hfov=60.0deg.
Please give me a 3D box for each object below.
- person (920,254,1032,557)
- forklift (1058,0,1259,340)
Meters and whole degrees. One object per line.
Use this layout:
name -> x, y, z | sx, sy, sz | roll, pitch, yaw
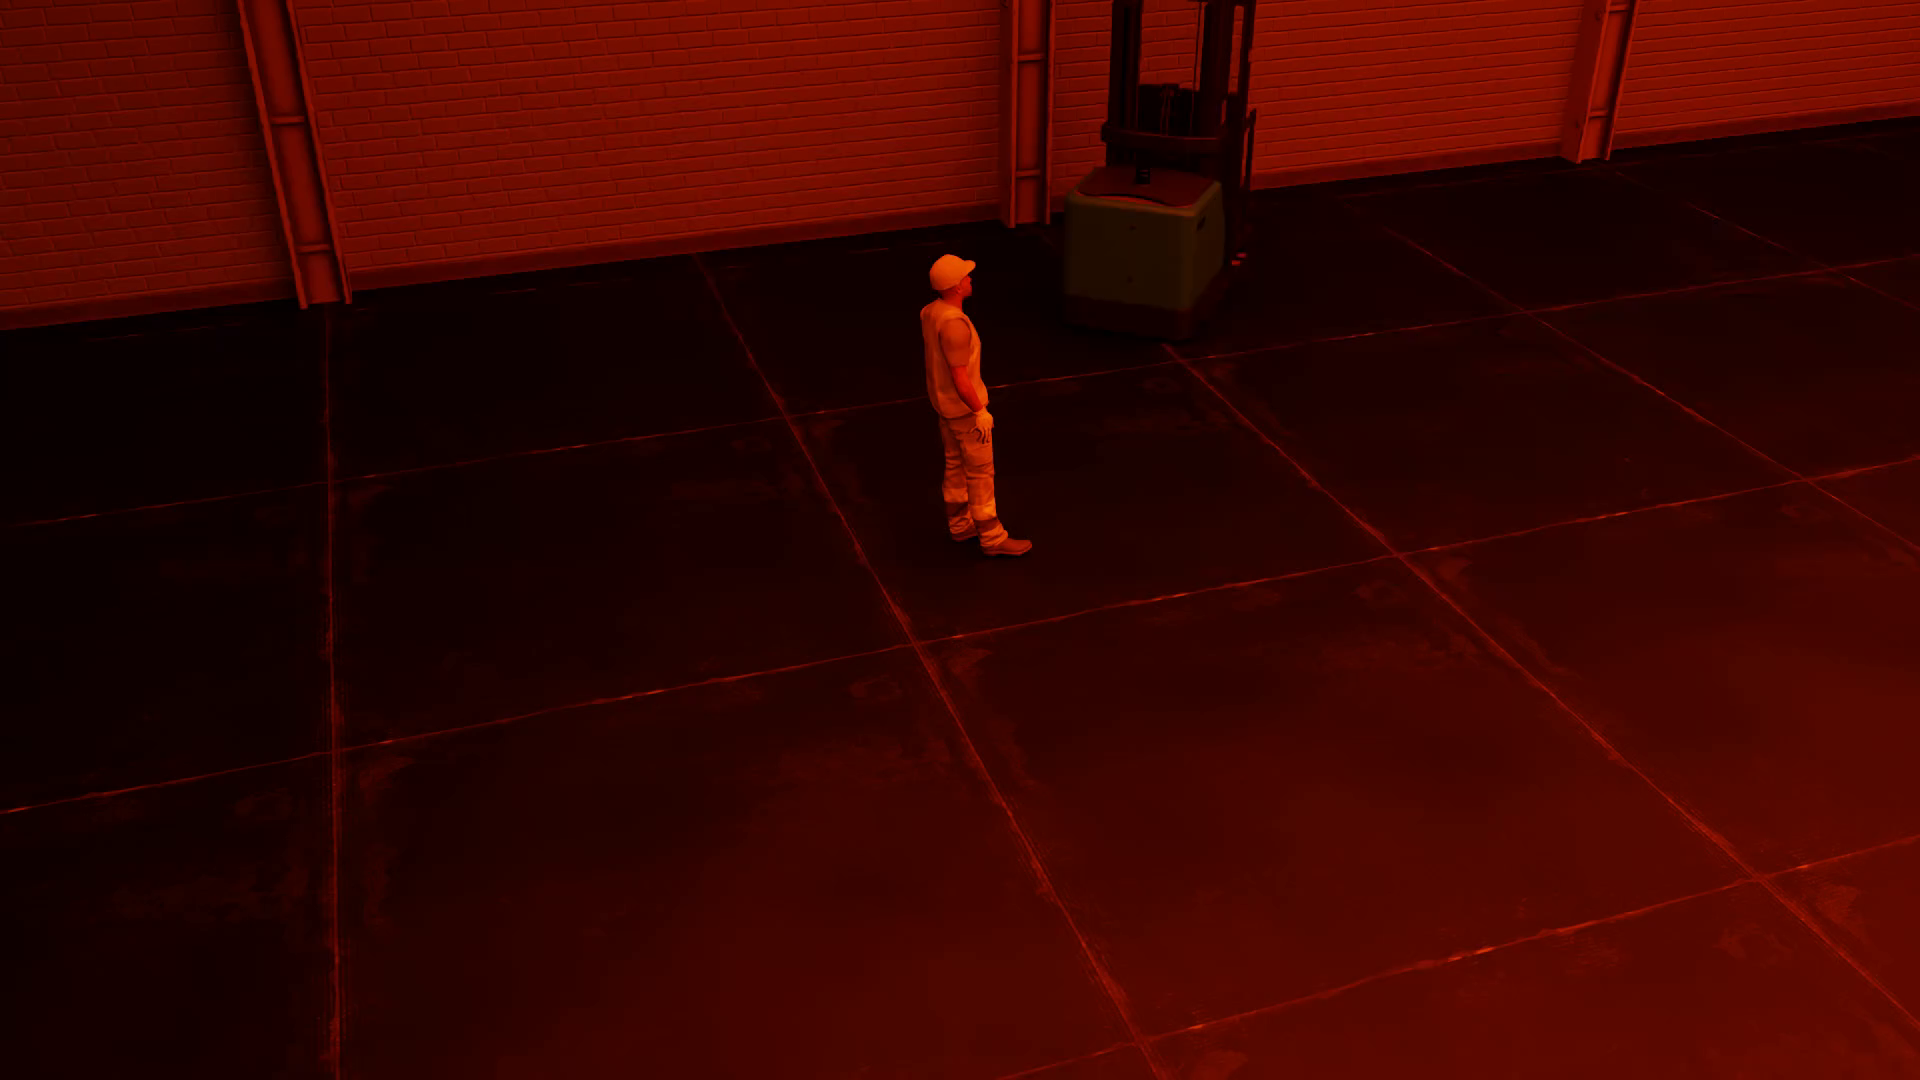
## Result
person -> 0.080, -0.789, 9.588 | 0.564, 1.787, 0.637 | -10, 31, -16
forklift -> 1.783, -3.487, 13.147 | 1.130, 2.935, 3.031 | 11, 32, 19
